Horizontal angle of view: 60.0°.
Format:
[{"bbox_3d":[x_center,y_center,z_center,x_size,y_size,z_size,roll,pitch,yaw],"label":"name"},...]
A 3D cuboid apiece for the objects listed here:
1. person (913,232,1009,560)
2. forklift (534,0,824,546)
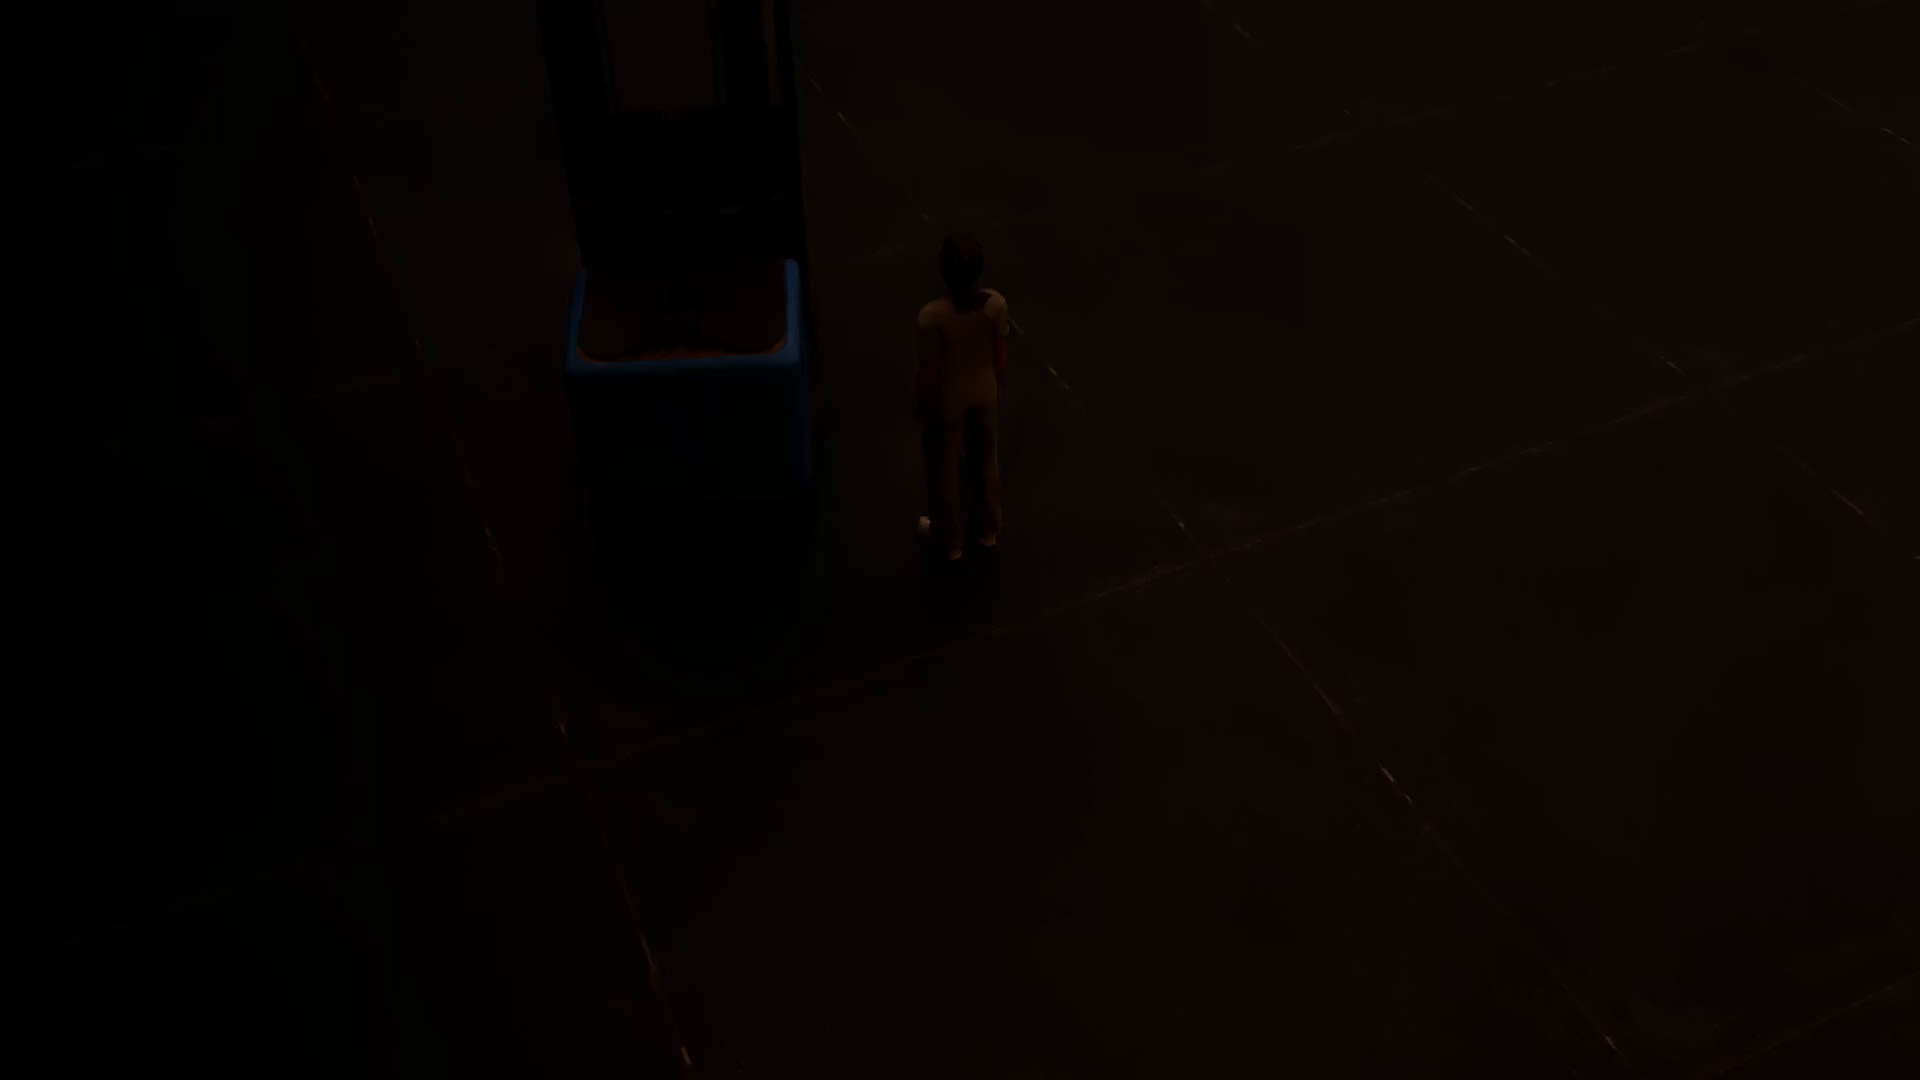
[{"bbox_3d":[-0.007,-0.620,7.267,0.432,1.673,0.352,-18,46,-18],"label":"person"},{"bbox_3d":[-1.314,-2.045,7.871,1.130,2.935,3.031,-3,43,-4],"label":"forklift"}]
